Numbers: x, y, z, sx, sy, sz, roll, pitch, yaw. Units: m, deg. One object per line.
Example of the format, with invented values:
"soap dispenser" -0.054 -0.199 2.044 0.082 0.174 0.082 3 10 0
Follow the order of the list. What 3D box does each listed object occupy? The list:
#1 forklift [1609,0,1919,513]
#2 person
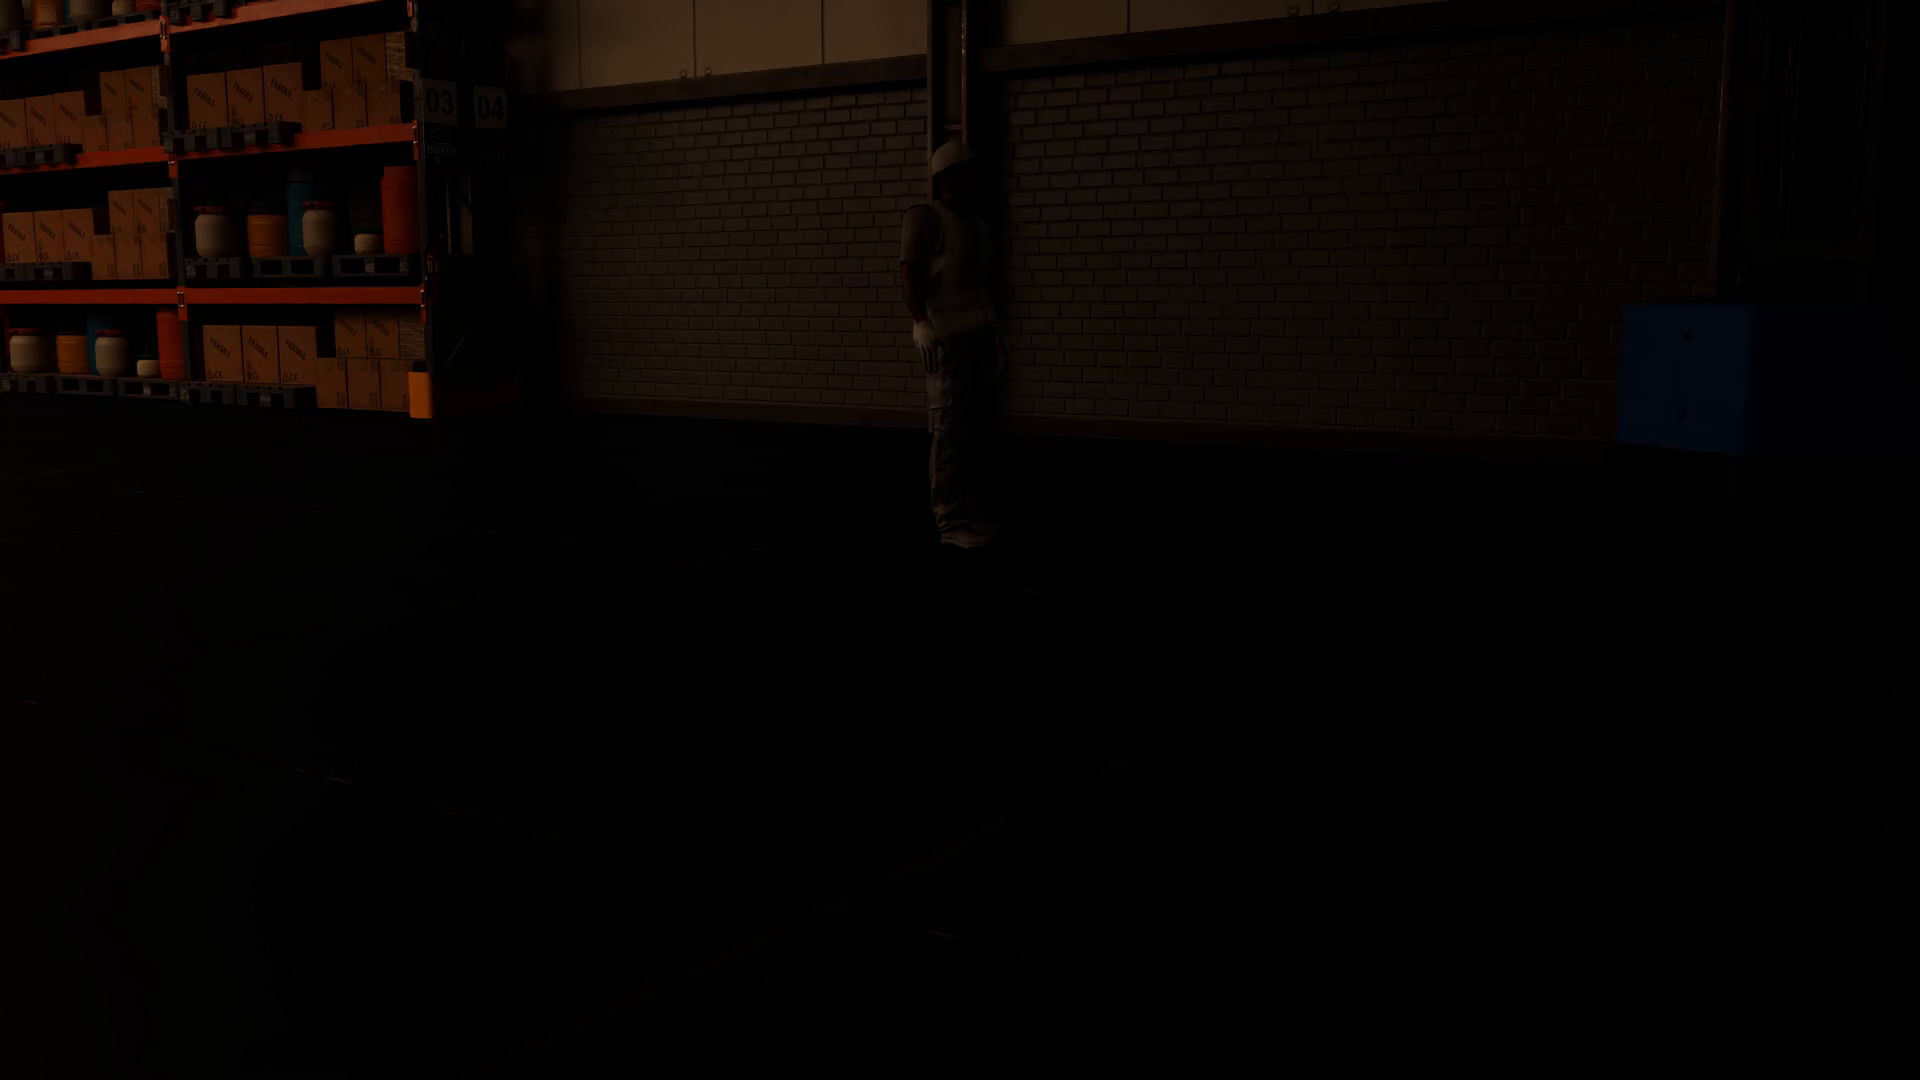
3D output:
"forklift" 5.171 -1.686 9.052 3.031 2.935 1.130 -3 9 -18
"person" 0.054 -0.883 7.430 0.577 1.782 0.656 5 10 34
